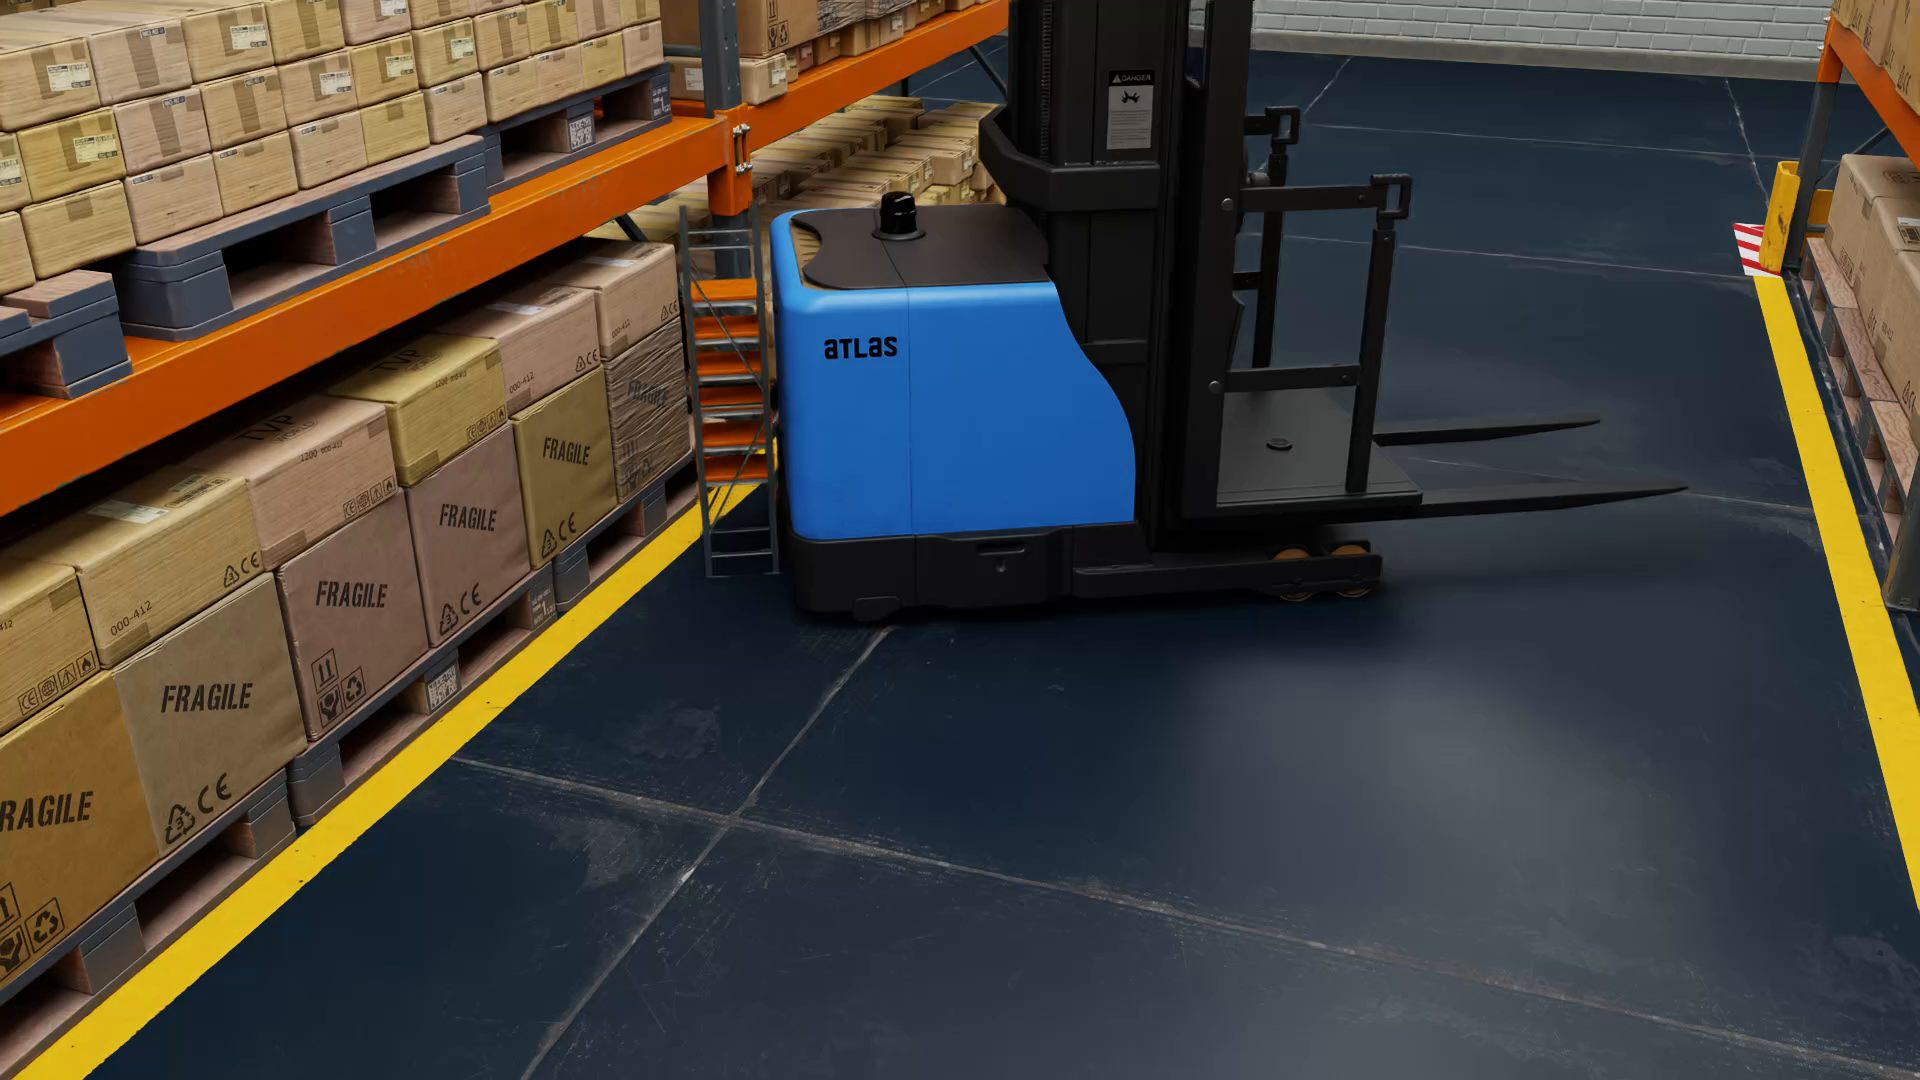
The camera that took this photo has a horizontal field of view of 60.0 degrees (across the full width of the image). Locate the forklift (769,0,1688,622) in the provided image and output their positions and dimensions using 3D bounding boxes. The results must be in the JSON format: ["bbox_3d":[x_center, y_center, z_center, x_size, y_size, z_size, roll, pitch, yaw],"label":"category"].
[{"bbox_3d":[0.913,-1.346,5.166,3.031,2.935,1.130,-4,26,-7],"label":"forklift"}]

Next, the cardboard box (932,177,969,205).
[{"bbox_3d":[-0.172,-1.753,8.376,0.380,0.149,0.250,9,27,18],"label":"cardboard box"}]

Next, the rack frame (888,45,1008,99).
[{"bbox_3d":[0.066,-3.400,9.329,1.000,3.000,0.127,9,27,17],"label":"rack frame"}]

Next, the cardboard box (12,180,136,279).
[{"bbox_3d":[-1.990,-0.675,3.508,0.380,0.149,0.250,10,28,20],"label":"cardboard box"}]

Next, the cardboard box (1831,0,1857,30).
[{"bbox_3d":[4.337,-2.613,7.589,0.500,0.500,0.500,9,27,17],"label":"cardboard box"}]

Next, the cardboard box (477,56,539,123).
[{"bbox_3d":[-1.465,-1.328,4.857,0.380,0.149,0.250,7,27,15],"label":"cardboard box"}]

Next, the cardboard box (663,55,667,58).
[{"bbox_3d":[-1.263,-2.017,6.762,0.380,0.149,0.250,10,28,19],"label":"cardboard box"}]

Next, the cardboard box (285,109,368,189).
[{"bbox_3d":[-1.730,-0.994,4.168,0.380,0.149,0.250,8,27,16],"label":"cardboard box"}]

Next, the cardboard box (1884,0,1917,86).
[{"bbox_3d":[3.858,-1.986,6.295,0.500,0.500,0.500,10,27,19],"label":"cardboard box"}]

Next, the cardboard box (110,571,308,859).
[{"bbox_3d":[-1.956,0.363,3.944,0.500,0.500,0.500,9,27,18],"label":"cardboard box"}]

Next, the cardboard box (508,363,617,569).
[{"bbox_3d":[-1.445,-0.268,5.249,0.500,0.500,0.500,8,27,16],"label":"cardboard box"}]

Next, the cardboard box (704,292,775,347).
[{"bbox_3d":[-0.843,-0.898,6.611,0.380,0.149,0.250,10,28,20],"label":"cardboard box"}]

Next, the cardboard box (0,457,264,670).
[{"bbox_3d":[-1.970,0.030,3.772,0.500,0.250,0.500,8,27,17],"label":"cardboard box"}]

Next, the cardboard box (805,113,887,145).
[{"bbox_3d":[-0.612,-2.192,8.941,0.380,0.149,0.250,9,27,17],"label":"cardboard box"}]

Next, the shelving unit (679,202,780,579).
[{"bbox_3d":[-0.732,-0.459,5.321,0.258,1.200,0.189,-4,26,-7],"label":"shelving unit"}]

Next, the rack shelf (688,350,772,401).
[{"bbox_3d":[-0.732,-0.527,5.288,0.258,0.103,0.180,-4,26,-7],"label":"rack shelf"}]

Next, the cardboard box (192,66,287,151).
[{"bbox_3d":[-1.819,-1.021,3.881,0.380,0.149,0.250,8,27,17],"label":"cardboard box"}]

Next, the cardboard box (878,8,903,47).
[{"bbox_3d":[-0.470,-2.260,7.264,0.380,0.149,0.250,10,28,20],"label":"cardboard box"}]

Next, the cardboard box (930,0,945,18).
[{"bbox_3d":[-0.288,-2.595,7.956,0.380,0.149,0.250,8,27,15],"label":"cardboard box"}]

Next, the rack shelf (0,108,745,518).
[{"bbox_3d":[-1.931,-0.610,4.394,1.077,0.370,4.000,9,27,17],"label":"rack shelf"}]

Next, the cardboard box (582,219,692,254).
[{"bbox_3d":[-1.345,-1.224,6.943,0.380,0.149,0.250,9,27,18],"label":"cardboard box"}]

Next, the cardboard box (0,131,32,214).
[{"bbox_3d":[-2.072,-0.713,3.246,0.380,0.149,0.250,8,27,16],"label":"cardboard box"}]

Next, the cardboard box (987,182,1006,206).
[{"bbox_3d":[0.097,-1.939,9.101,0.380,0.149,0.250,10,27,19],"label":"cardboard box"}]

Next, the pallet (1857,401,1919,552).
[{"bbox_3d":[3.763,-0.126,5.767,1.003,0.211,1.213,9,27,17],"label":"pallet"}]

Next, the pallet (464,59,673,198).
[{"bbox_3d":[-1.657,-1.377,5.371,1.003,0.211,1.213,9,27,17],"label":"pallet"}]

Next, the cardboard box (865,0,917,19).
[{"bbox_3d":[-0.503,-2.508,7.031,0.500,0.500,0.500,8,27,16],"label":"cardboard box"}]

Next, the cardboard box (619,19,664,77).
[{"bbox_3d":[-1.211,-1.640,5.501,0.380,0.149,0.250,8,27,16],"label":"cardboard box"}]

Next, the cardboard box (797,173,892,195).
[{"bbox_3d":[-0.530,-1.584,7.686,0.380,0.149,0.250,8,27,15],"label":"cardboard box"}]

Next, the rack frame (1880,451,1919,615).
[{"bbox_3d":[3.436,-1.080,4.538,1.000,3.000,0.127,9,27,17],"label":"rack frame"}]

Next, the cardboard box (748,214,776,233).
[{"bbox_3d":[-0.770,-1.257,7.010,0.380,0.149,0.250,8,27,17],"label":"cardboard box"}]

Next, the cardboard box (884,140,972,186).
[{"bbox_3d":[-0.158,-1.883,8.305,0.380,0.149,0.250,10,28,19],"label":"cardboard box"}]

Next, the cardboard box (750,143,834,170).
[{"bbox_3d":[-0.848,-1.864,8.264,0.380,0.149,0.250,9,27,18],"label":"cardboard box"}]

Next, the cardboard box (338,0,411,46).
[{"bbox_3d":[-1.649,-1.371,4.263,0.380,0.149,0.250,8,27,15],"label":"cardboard box"}]

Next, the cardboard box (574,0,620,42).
[{"bbox_3d":[-1.298,-1.665,5.212,0.380,0.149,0.250,9,27,18],"label":"cardboard box"}]

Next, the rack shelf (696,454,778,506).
[{"bbox_3d":[-0.731,-0.203,5.445,0.258,0.103,0.180,-4,26,-7],"label":"rack shelf"}]

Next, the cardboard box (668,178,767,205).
[{"bbox_3d":[-1.106,-1.548,7.611,0.380,0.149,0.250,7,27,15],"label":"cardboard box"}]

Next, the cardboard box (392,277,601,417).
[{"bbox_3d":[-1.458,-0.605,5.084,0.500,0.250,0.500,10,28,20],"label":"cardboard box"}]

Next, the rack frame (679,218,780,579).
[{"bbox_3d":[-0.719,-0.420,5.240,0.240,1.200,0.006,-4,26,-7],"label":"rack frame"}]

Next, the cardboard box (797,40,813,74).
[{"bbox_3d":[-0.807,-1.946,6.615,0.380,0.149,0.250,8,27,15],"label":"cardboard box"}]

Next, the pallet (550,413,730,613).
[{"bbox_3d":[-1.523,-0.181,5.881,1.003,0.211,1.213,9,27,17],"label":"pallet"}]

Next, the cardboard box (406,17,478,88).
[{"bbox_3d":[-1.558,-1.344,4.548,0.380,0.149,0.250,7,27,15],"label":"cardboard box"}]

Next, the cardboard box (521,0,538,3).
[{"bbox_3d":[-1.391,-1.690,4.922,0.380,0.149,0.250,8,27,16],"label":"cardboard box"}]

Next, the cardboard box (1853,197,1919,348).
[{"bbox_3d":[4.346,-1.096,7.030,0.875,0.438,0.875,9,27,19],"label":"cardboard box"}]

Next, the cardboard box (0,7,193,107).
[{"bbox_3d":[-1.910,-1.049,3.598,0.380,0.149,0.250,10,28,20],"label":"cardboard box"}]

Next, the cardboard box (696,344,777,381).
[{"bbox_3d":[-0.841,-0.765,6.677,0.380,0.149,0.250,8,27,15],"label":"cardboard box"}]

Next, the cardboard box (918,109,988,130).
[{"bbox_3d":[-0.009,-2.224,9.008,0.380,0.149,0.250,9,27,18],"label":"cardboard box"}]
